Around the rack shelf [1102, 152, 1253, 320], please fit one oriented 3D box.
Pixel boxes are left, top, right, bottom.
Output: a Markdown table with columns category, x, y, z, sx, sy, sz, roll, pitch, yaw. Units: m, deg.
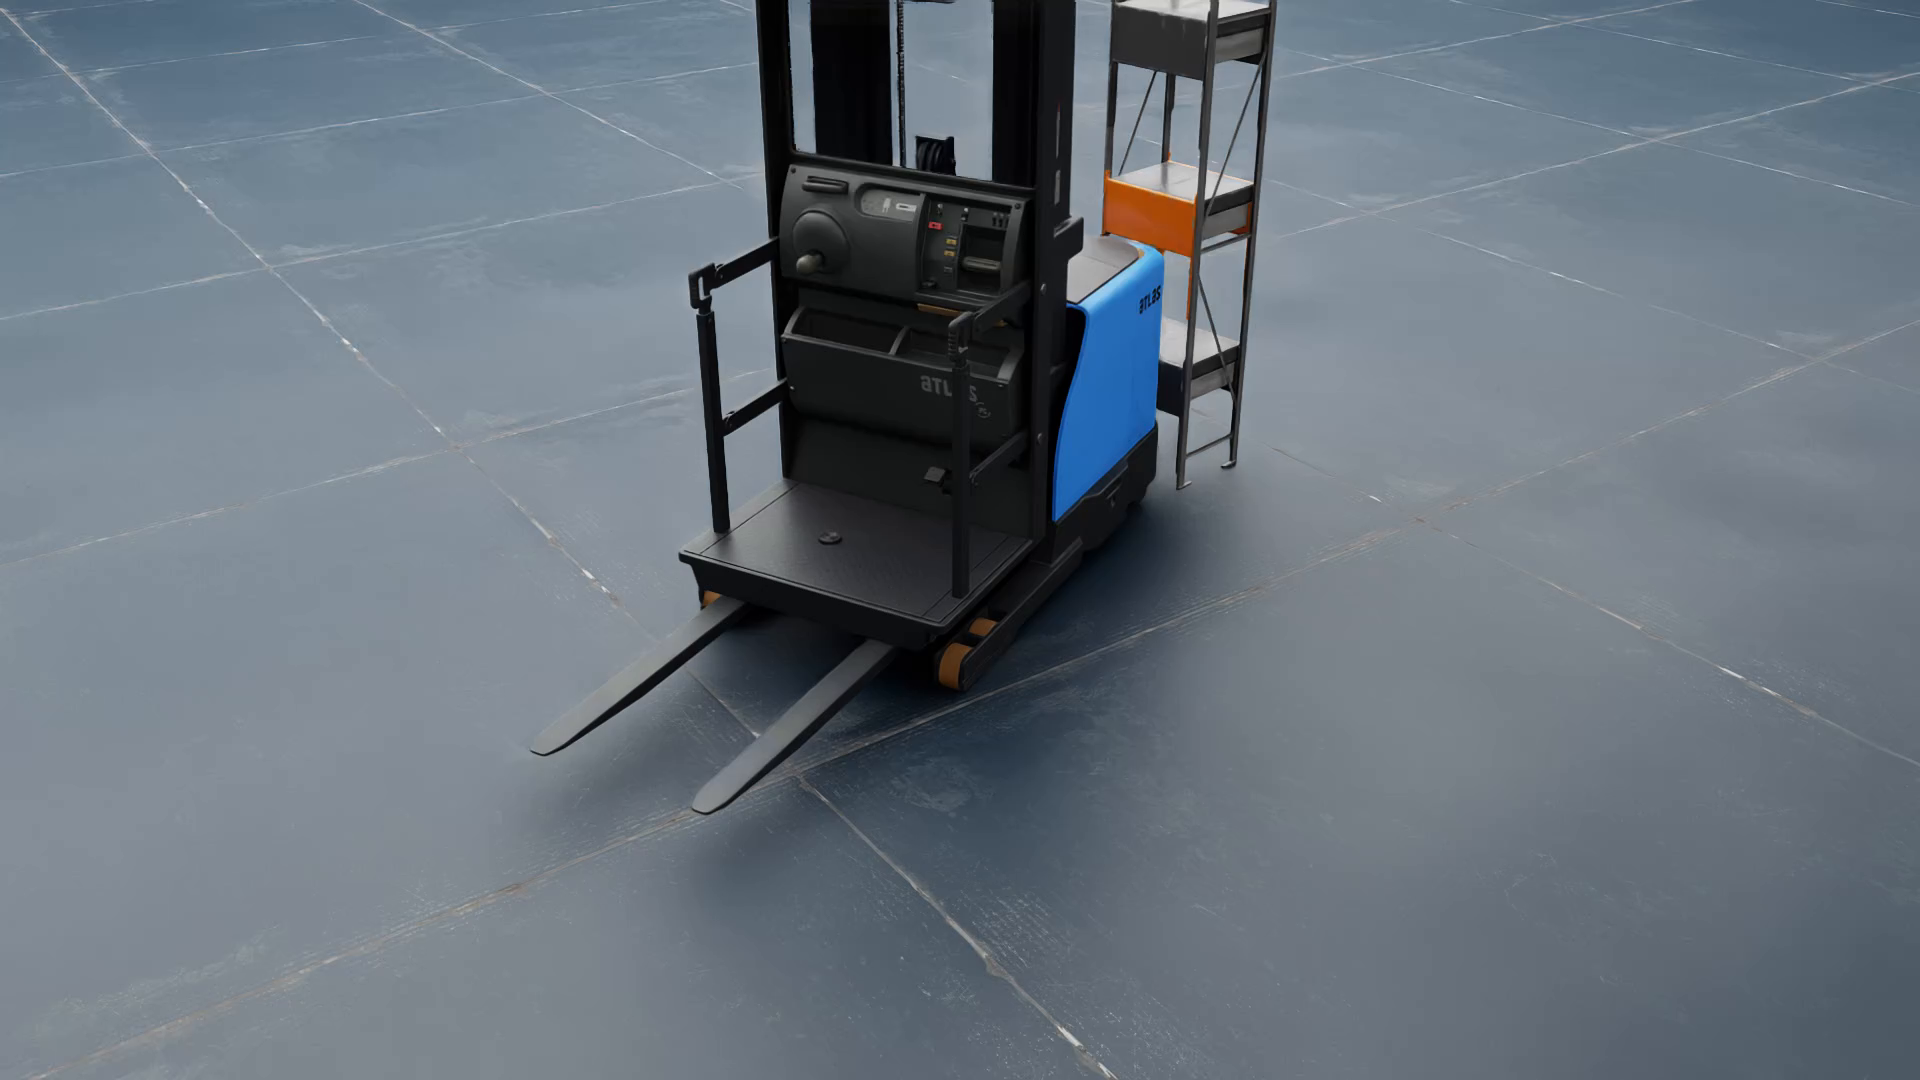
| category | x | y | z | sx | sy | sz | roll | pitch | yaw |
| --- | --- | --- | --- | --- | --- | --- | --- | --- | --- |
| rack shelf | 0.910 | -1.275 | 6.925 | 0.431 | 0.518 | 0.480 | -25 | 37 | -37 |

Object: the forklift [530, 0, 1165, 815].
| category | x | y | z | sx | sy | sz | roll | pitch | yaw |
| --- | --- | --- | --- | --- | --- | --- | --- | --- | --- |
| forklift | -0.308 | -1.008 | 5.535 | 1.130 | 2.935 | 3.031 | 14 | 32 | 25 |

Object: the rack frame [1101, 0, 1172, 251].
| category | x | y | z | sx | sy | sz | roll | pitch | yaw |
| --- | --- | --- | --- | --- | --- | --- | --- | --- | --- |
| rack frame | 0.741 | -1.371 | 7.073 | 0.400 | 2.100 | 0.015 | -25 | 37 | -37 |

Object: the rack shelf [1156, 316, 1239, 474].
| category | x | y | z | sx | sy | sz | roll | pitch | yaw |
| --- | --- | --- | --- | --- | --- | --- | --- | --- | --- |
| rack shelf | 0.909 | -0.660 | 7.260 | 0.431 | 0.518 | 0.480 | -25 | 37 | -37 |

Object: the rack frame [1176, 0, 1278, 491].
| category | x | y | z | sx | sy | sz | roll | pitch | yaw |
| --- | --- | --- | --- | --- | --- | --- | --- | --- | --- |
| rack frame | 1.079 | -1.203 | 6.764 | 0.400 | 2.100 | 0.015 | -25 | 37 | -37 |

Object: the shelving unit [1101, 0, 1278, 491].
| category | x | y | z | sx | sy | sz | roll | pitch | yaw |
| --- | --- | --- | --- | --- | --- | --- | --- | --- | --- |
| shelving unit | 0.910 | -1.287 | 6.919 | 0.431 | 2.100 | 0.503 | -25 | 37 | -37 |

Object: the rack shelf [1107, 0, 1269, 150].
| category | x | y | z | sx | sy | sz | roll | pitch | yaw |
| --- | --- | --- | --- | --- | --- | --- | --- | --- | --- |
| rack shelf | 0.911 | -1.890 | 6.590 | 0.431 | 0.518 | 0.480 | -25 | 37 | -37 |
